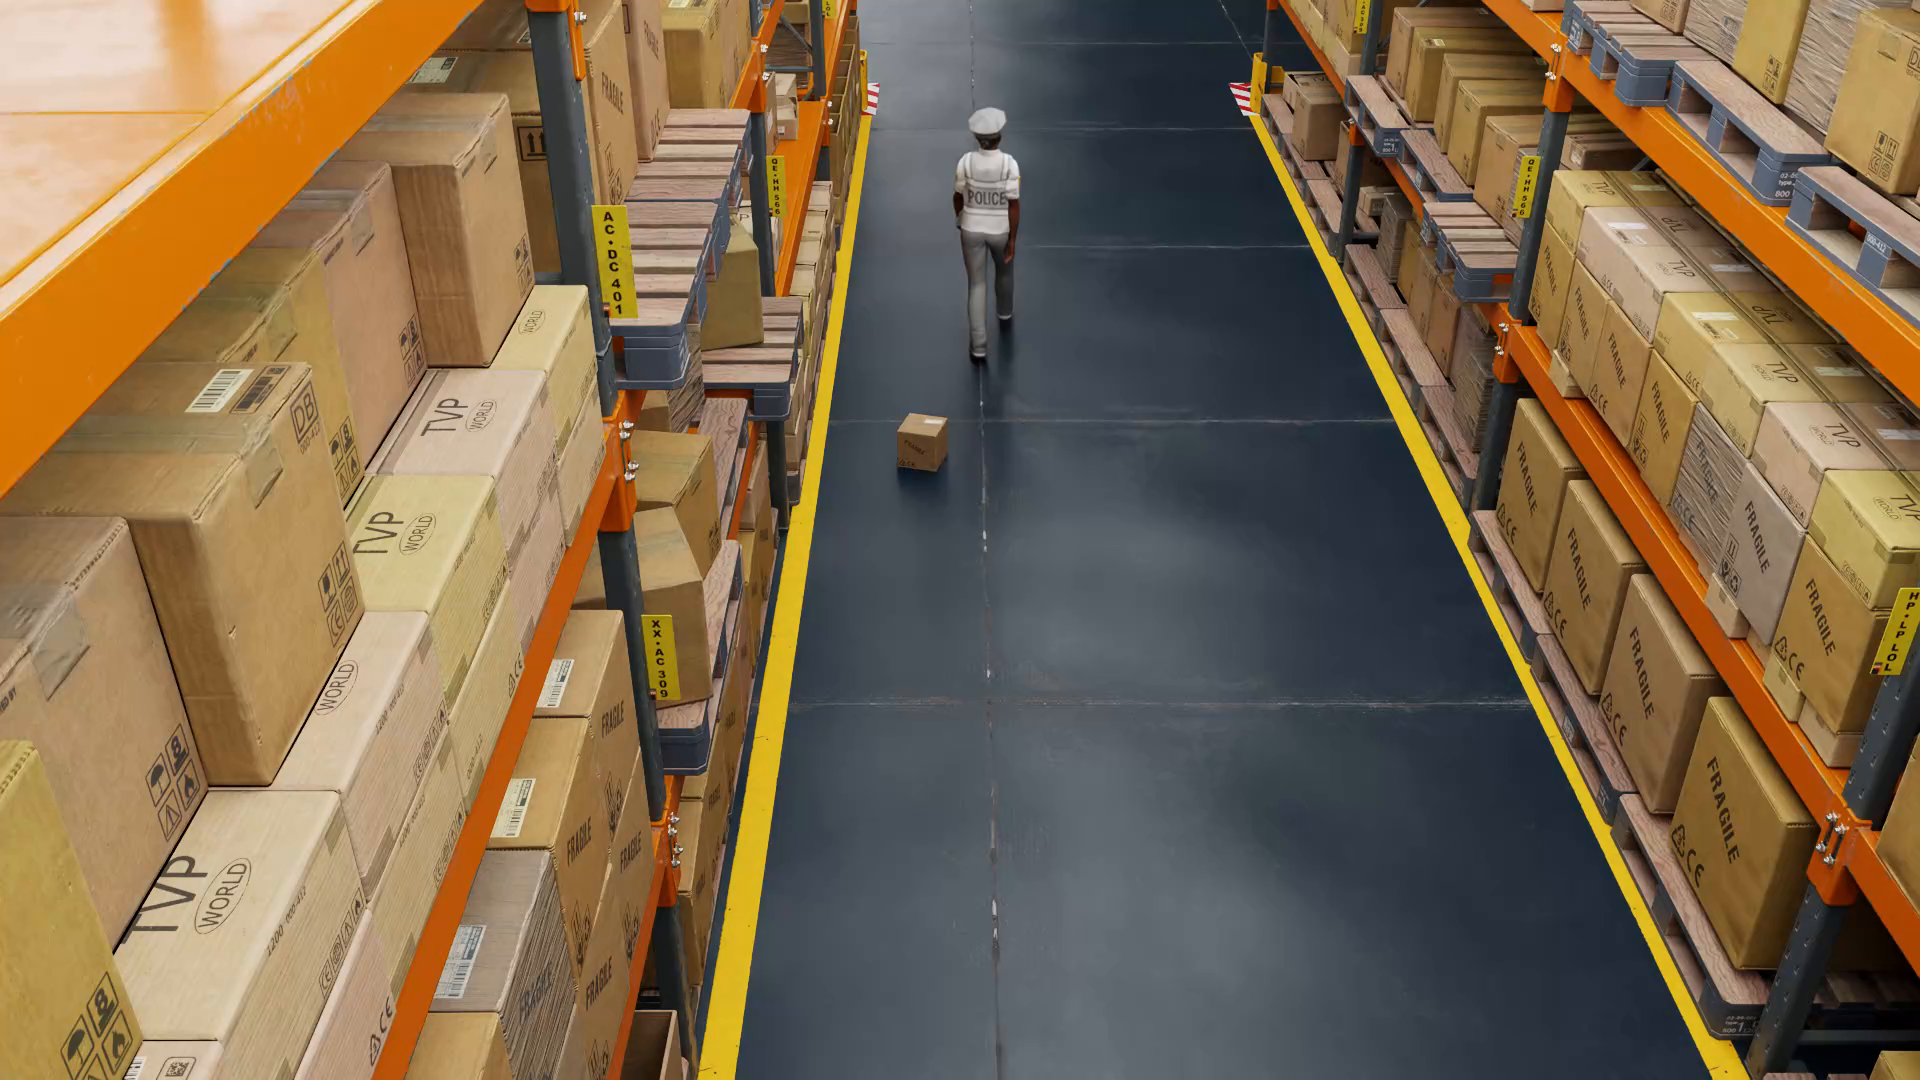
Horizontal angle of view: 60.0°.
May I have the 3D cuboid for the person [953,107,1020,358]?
[{"bbox_3d":[0.182,-2.170,11.399,0.457,1.638,0.960,1,32,2],"label":"person"}]
